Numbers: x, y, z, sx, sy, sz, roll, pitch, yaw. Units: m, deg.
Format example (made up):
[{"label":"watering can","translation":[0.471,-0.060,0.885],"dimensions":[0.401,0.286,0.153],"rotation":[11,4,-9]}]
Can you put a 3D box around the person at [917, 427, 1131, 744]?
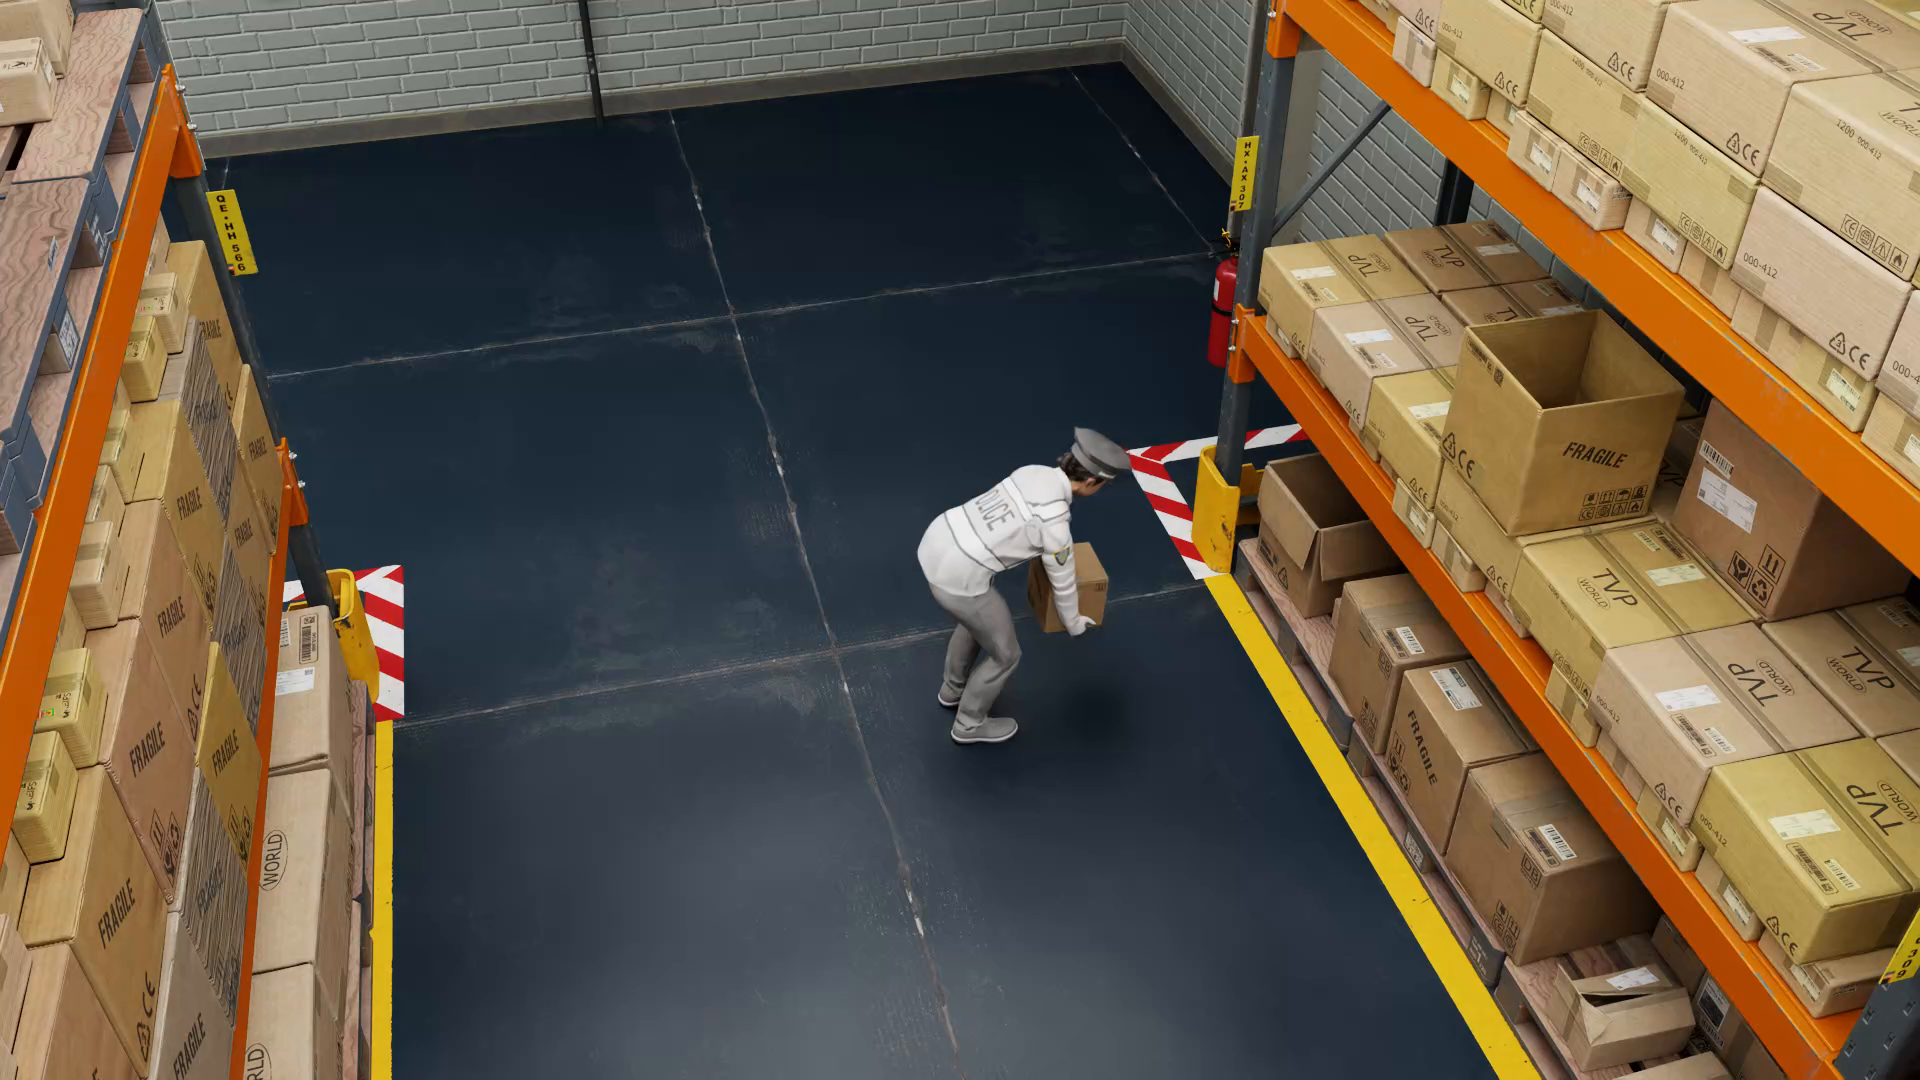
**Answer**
[{"label":"person","translation":[0.256,0.184,6.732],"dimensions":[0.849,1.359,0.419],"rotation":[-11,40,-13]}]
